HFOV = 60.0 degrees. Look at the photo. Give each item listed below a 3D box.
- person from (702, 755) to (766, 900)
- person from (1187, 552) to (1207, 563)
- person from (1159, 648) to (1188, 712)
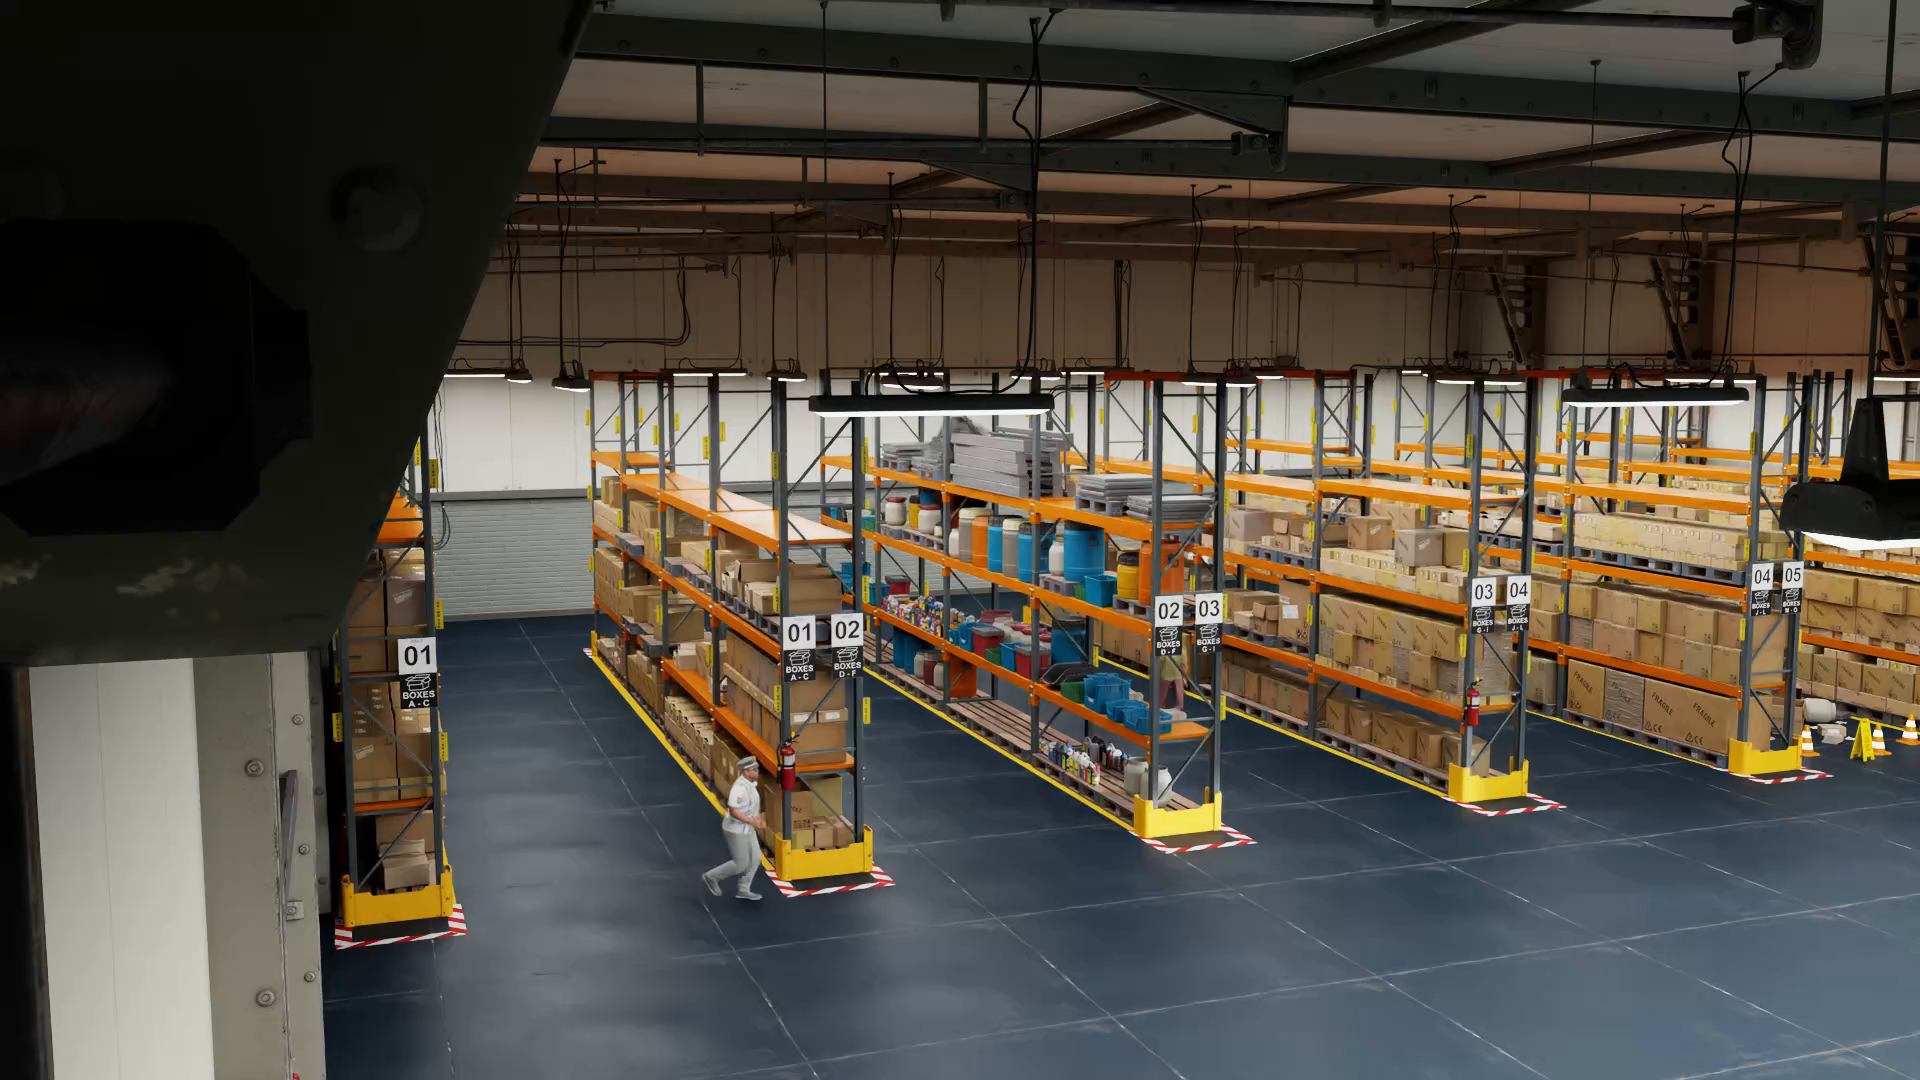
[{"bbox_3d":[-2.597,3.339,19.293,0.776,1.726,0.659,1,6,11],"label":"person"},{"bbox_3d":[5.778,0.915,40.842,0.680,1.795,0.755,5,8,36],"label":"person"},{"bbox_3d":[3.558,2.374,28.178,0.616,1.663,0.761,1,6,8],"label":"person"}]
